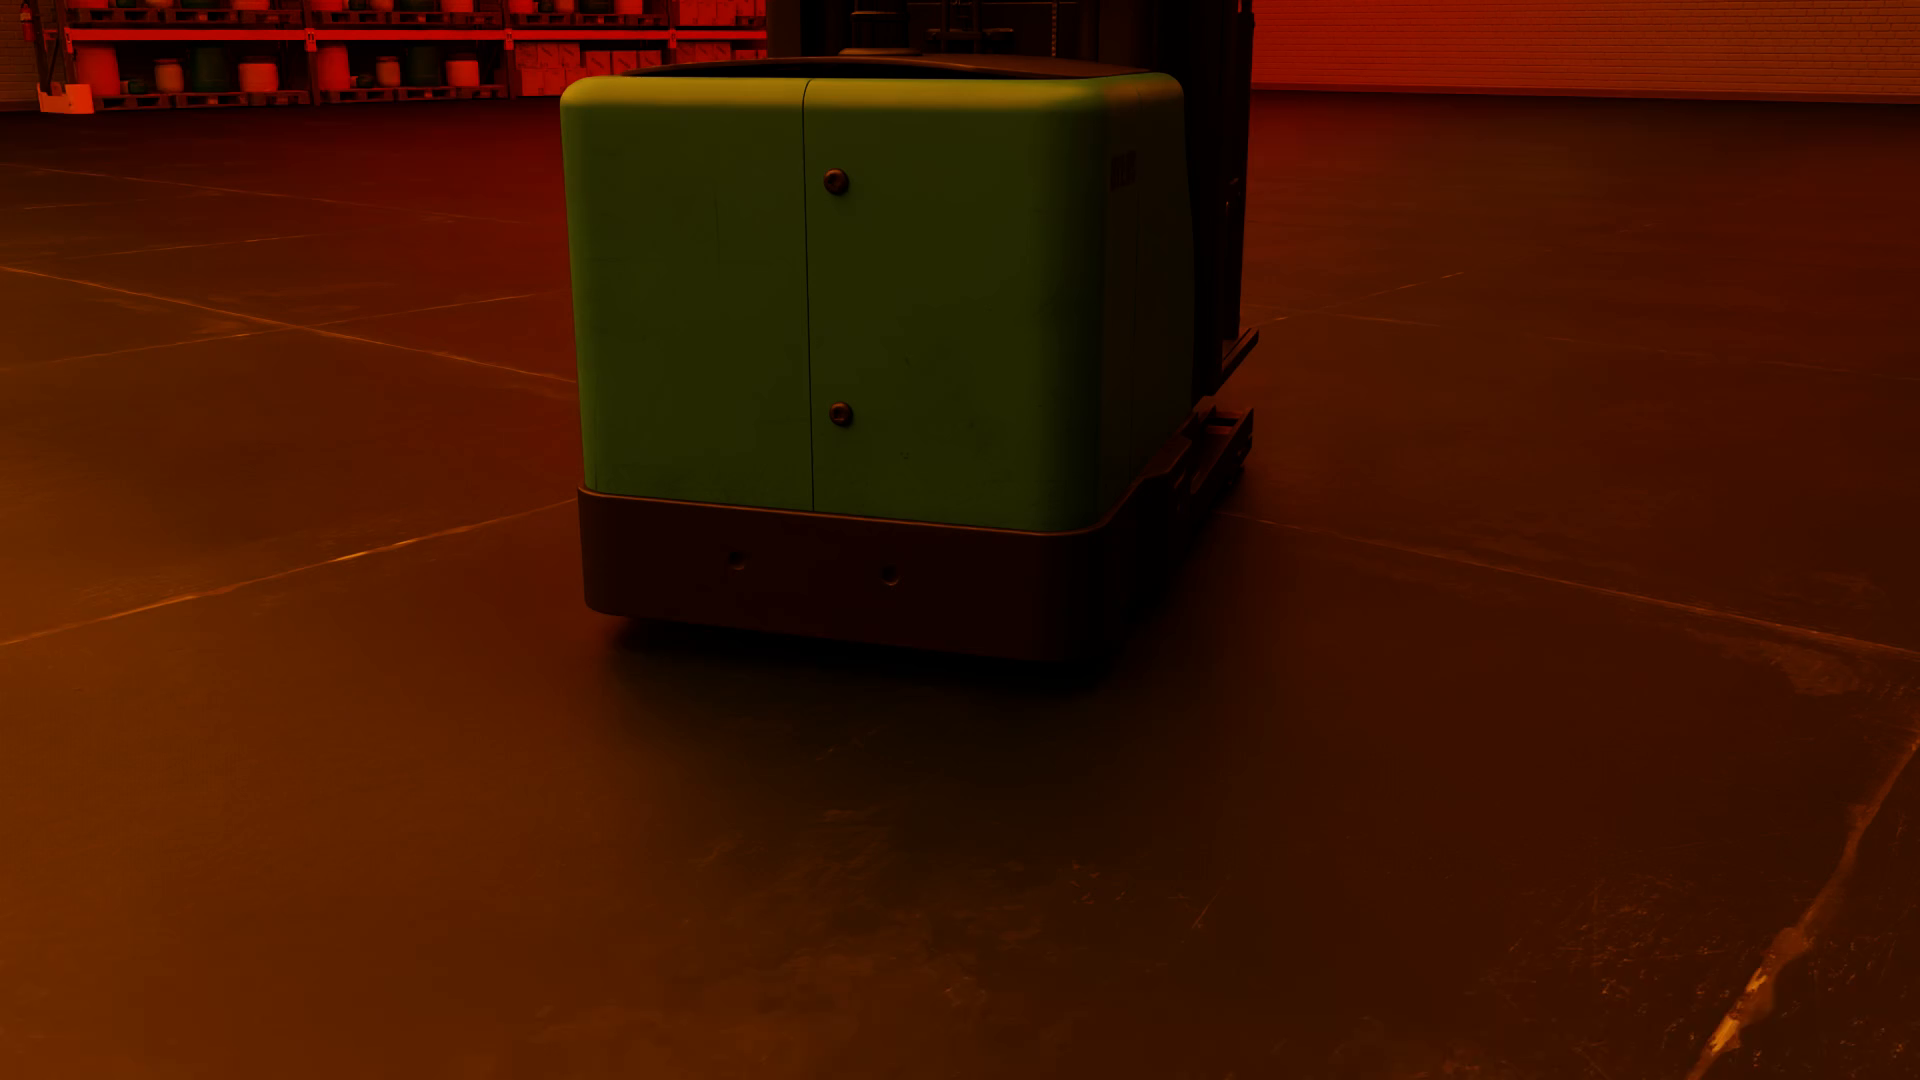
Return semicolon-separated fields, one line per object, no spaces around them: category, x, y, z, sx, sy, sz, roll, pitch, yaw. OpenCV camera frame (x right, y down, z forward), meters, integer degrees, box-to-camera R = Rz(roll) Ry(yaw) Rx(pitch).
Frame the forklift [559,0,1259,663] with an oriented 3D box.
forklift;0.182;-1.571;4.072;1.130;2.935;3.031;5;18;17
